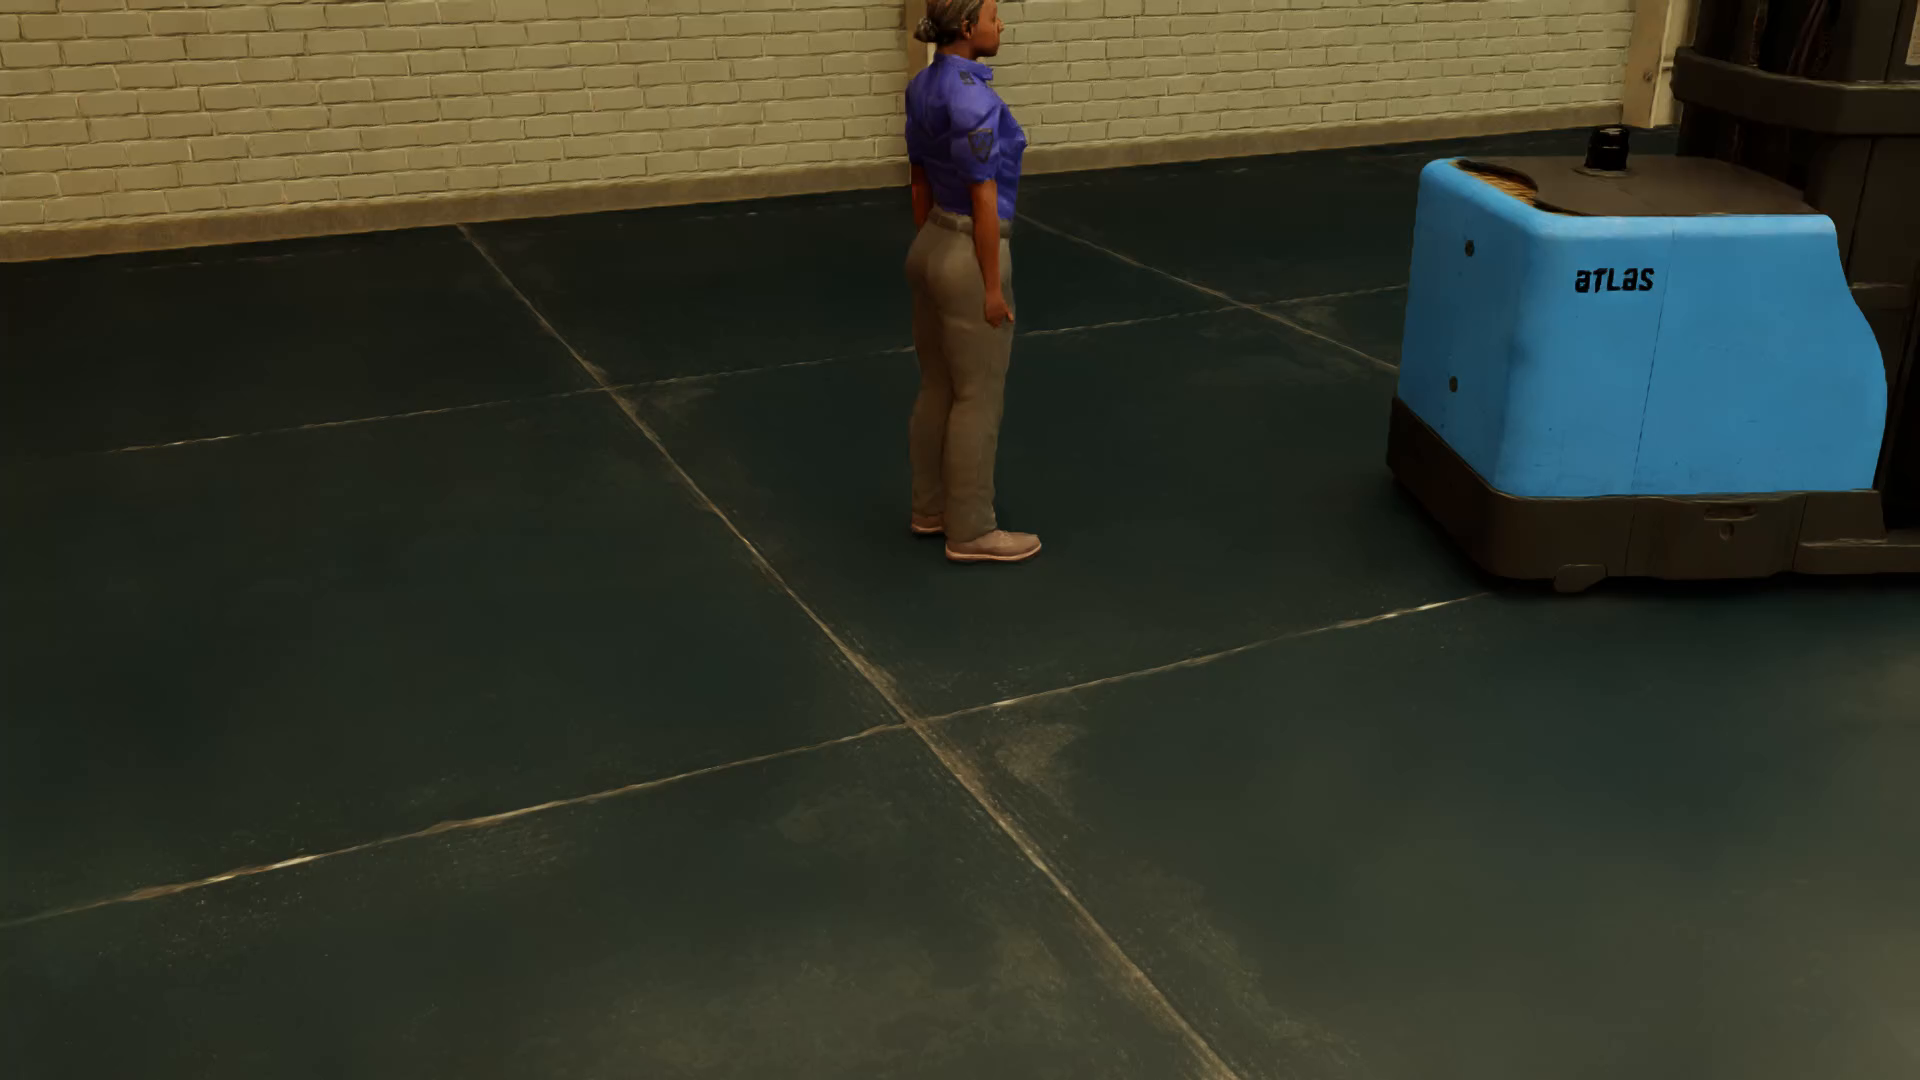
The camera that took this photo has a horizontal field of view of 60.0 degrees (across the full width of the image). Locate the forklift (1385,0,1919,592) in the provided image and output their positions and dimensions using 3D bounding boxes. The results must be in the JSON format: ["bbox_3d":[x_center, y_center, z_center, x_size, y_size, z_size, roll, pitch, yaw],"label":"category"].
[{"bbox_3d":[2.956,-1.416,4.694,3.031,2.935,1.130,-2,23,-4],"label":"forklift"}]

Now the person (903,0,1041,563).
[{"bbox_3d":[0.024,-0.766,4.793,0.320,1.662,0.446,-10,25,-23],"label":"person"}]
